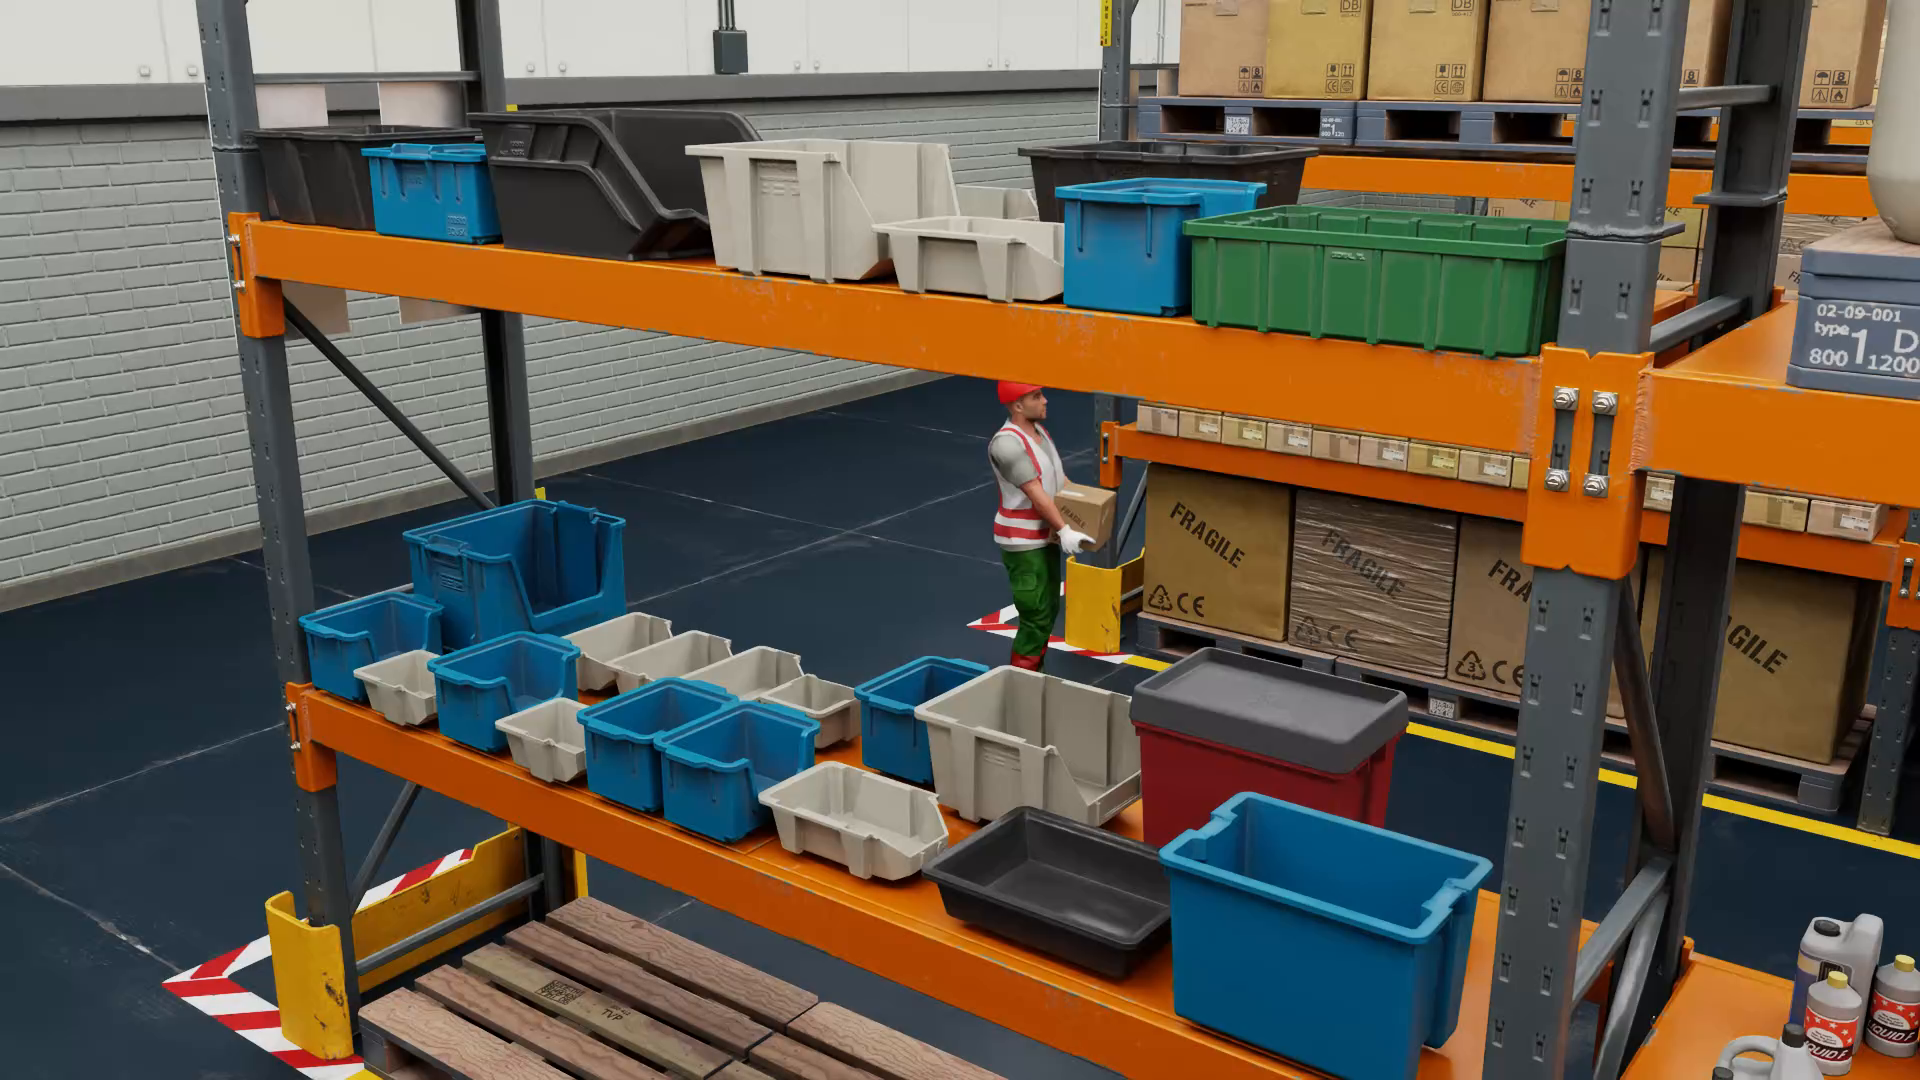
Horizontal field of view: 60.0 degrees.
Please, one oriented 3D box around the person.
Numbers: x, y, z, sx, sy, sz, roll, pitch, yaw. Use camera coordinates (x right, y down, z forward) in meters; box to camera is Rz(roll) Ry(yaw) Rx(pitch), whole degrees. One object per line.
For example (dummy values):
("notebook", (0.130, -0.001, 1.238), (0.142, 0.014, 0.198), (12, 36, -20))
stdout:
("person", (0.453, 0.025, 8.420), (0.573, 1.782, 0.494), (6, 18, 21))
